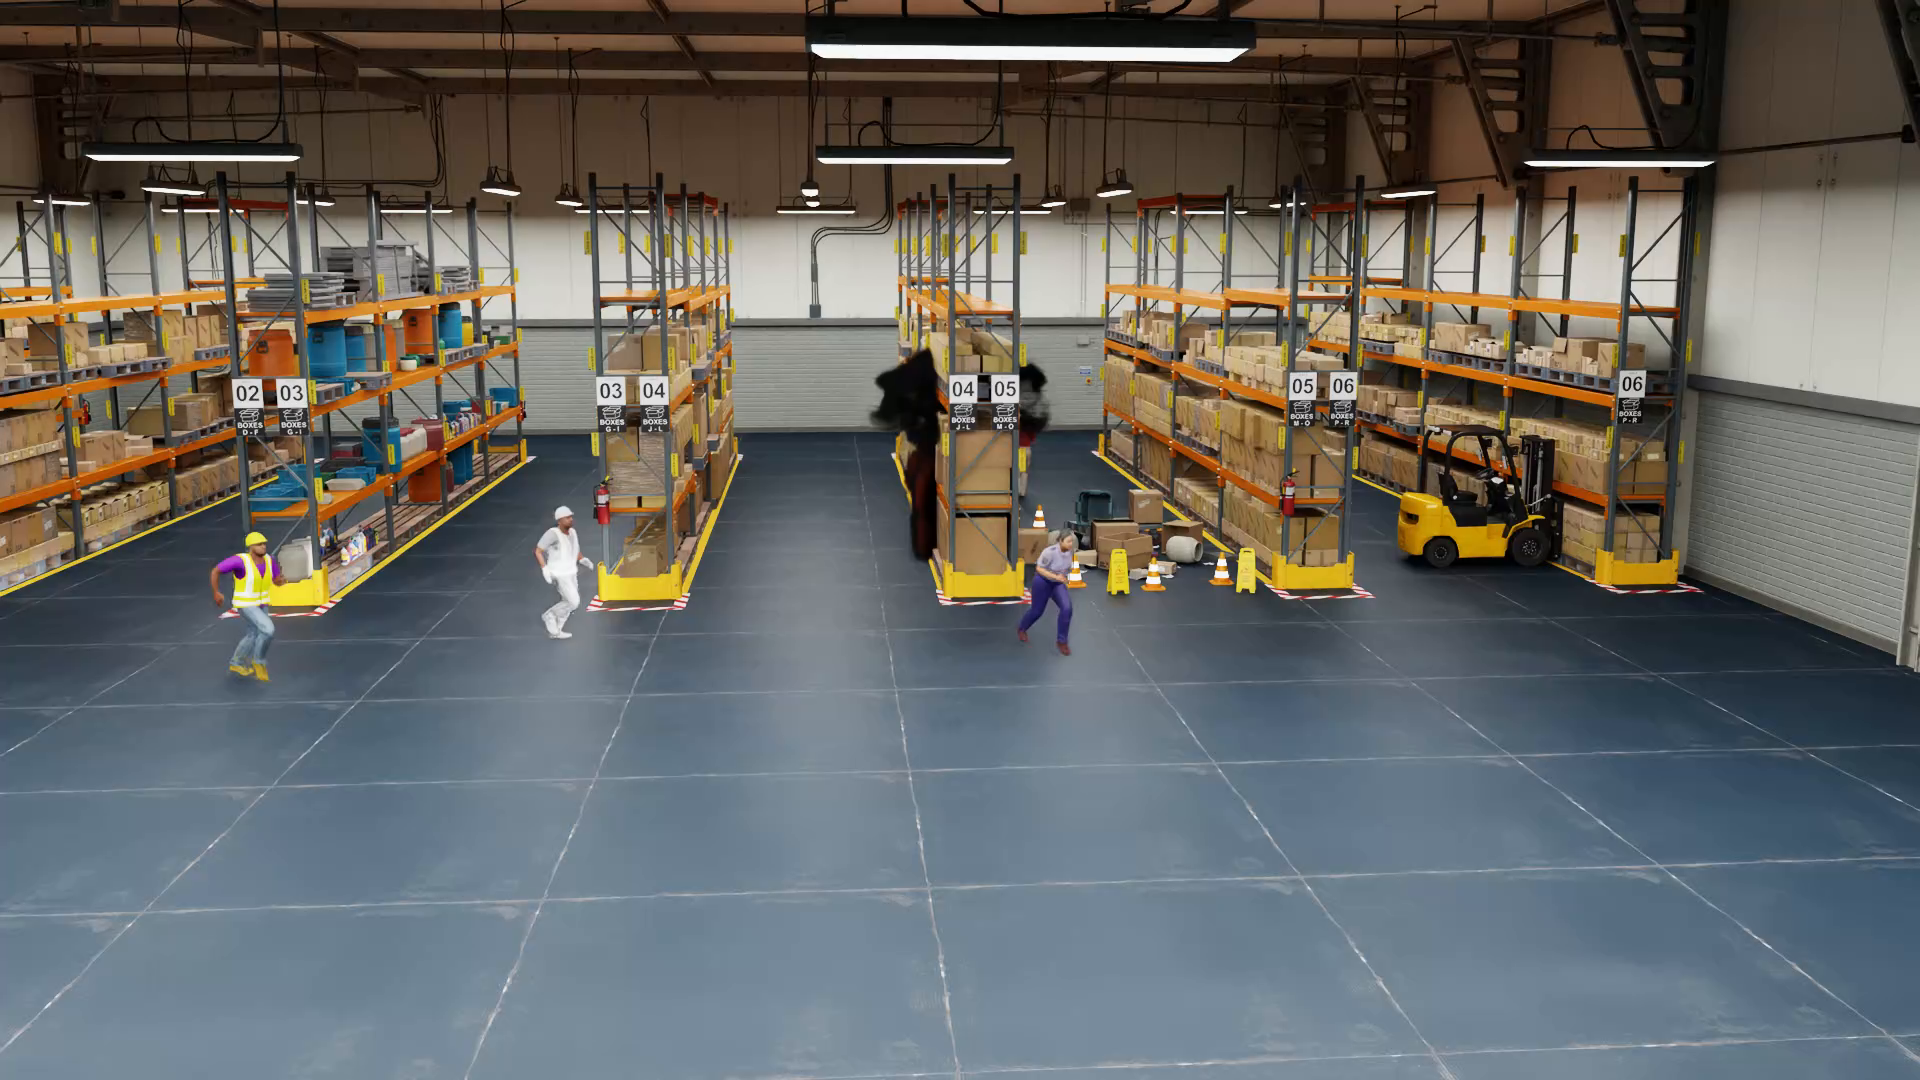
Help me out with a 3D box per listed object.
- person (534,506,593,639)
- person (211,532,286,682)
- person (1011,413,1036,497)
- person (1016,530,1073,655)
[{"bbox_3d":[-5.033,0.430,21.257,0.629,1.727,0.688,4,11,20],"label":"person"},{"bbox_3d":[-8.194,0.773,19.275,0.810,1.752,0.734,4,11,23],"label":"person"},{"bbox_3d":[1.215,-1.718,33.557,0.642,1.646,0.869,0,10,-1],"label":"person"},{"bbox_3d":[1.078,0.622,20.867,0.649,1.612,0.958,-9,13,-40],"label":"person"}]
